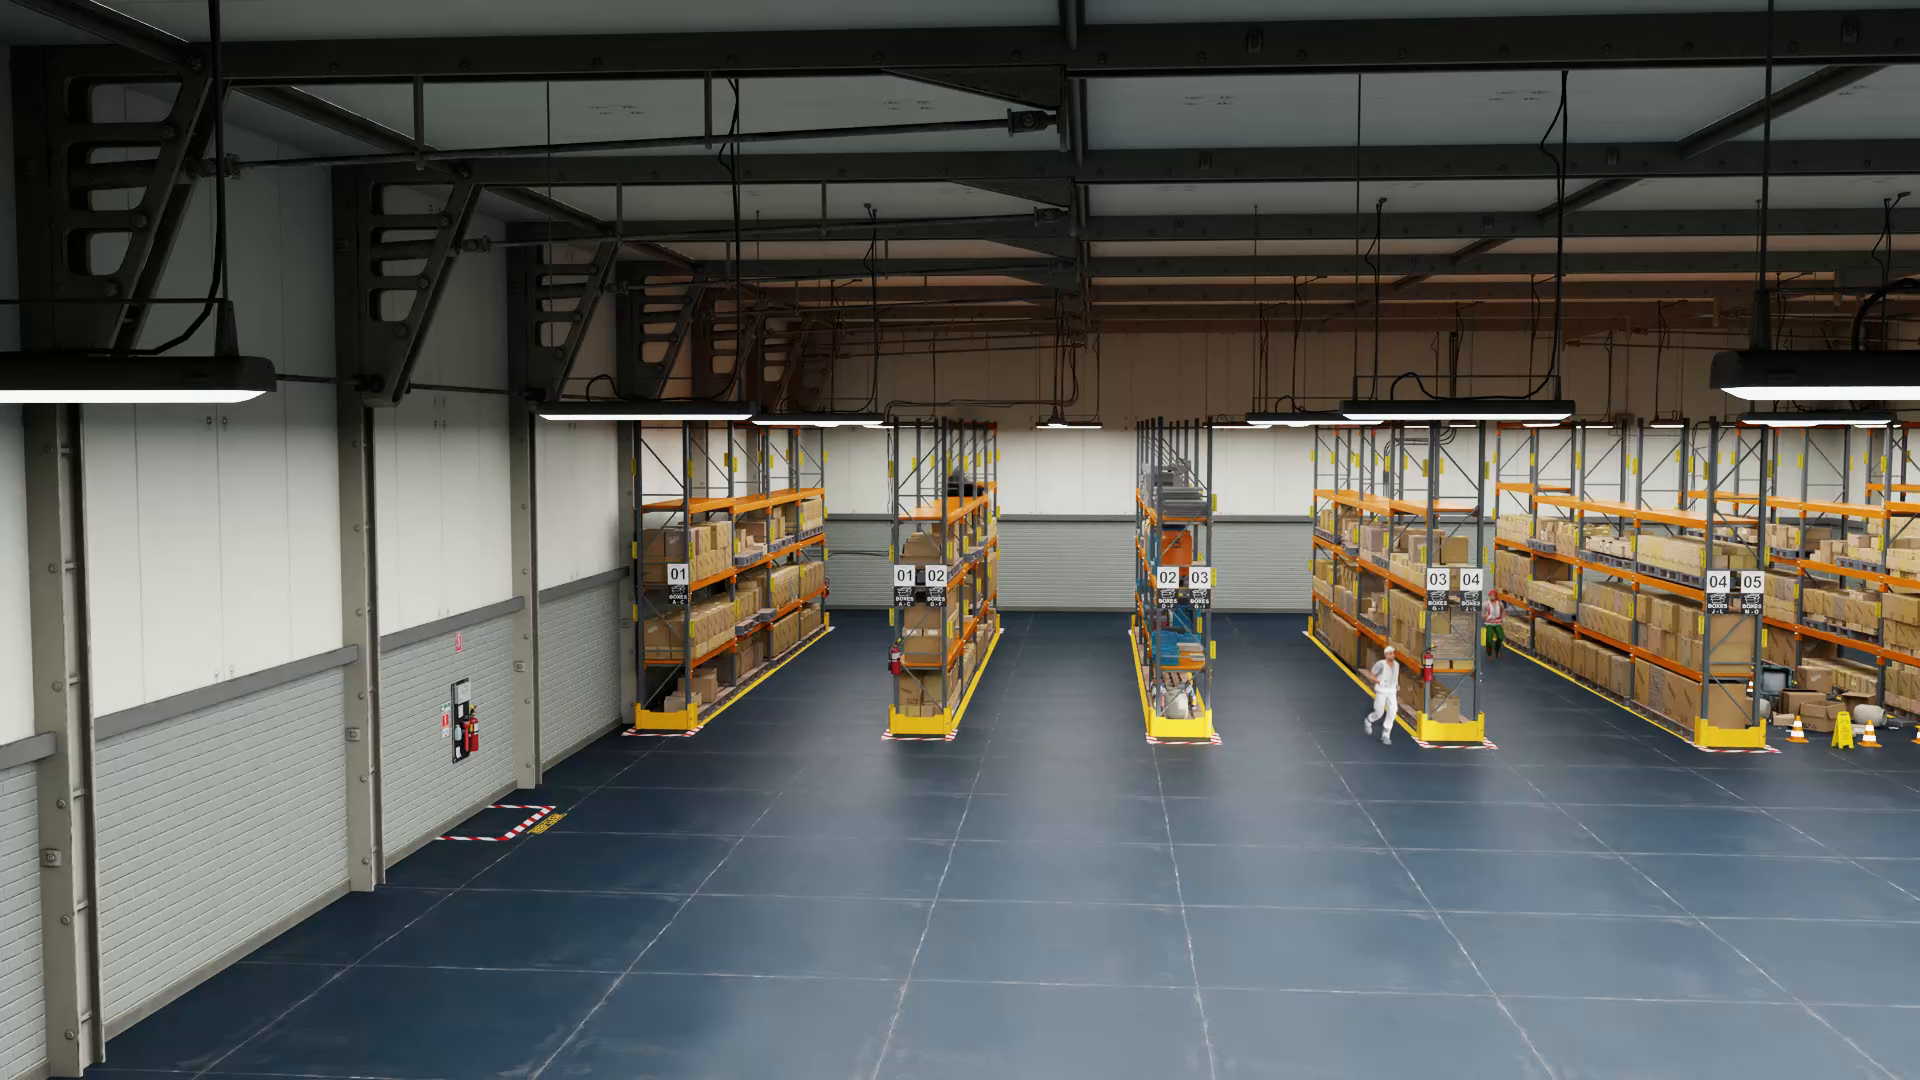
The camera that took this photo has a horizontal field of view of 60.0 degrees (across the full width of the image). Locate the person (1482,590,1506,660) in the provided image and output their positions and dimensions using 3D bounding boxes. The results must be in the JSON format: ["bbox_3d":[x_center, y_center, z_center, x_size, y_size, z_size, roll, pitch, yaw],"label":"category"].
[{"bbox_3d":[13.324,2.132,41.461,0.667,1.760,0.620,0,4,4],"label":"person"}]

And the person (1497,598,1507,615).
[{"bbox_3d":[15.359,1.852,47.413,0.510,1.601,0.626,-1,4,-17],"label":"person"}]

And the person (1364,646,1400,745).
[{"bbox_3d":[7.858,2.839,30.774,0.674,1.783,0.863,-1,4,-16],"label":"person"}]

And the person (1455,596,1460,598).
[{"bbox_3d":[13.516,1.888,45.791,0.782,1.704,0.632,2,4,28],"label":"person"}]
